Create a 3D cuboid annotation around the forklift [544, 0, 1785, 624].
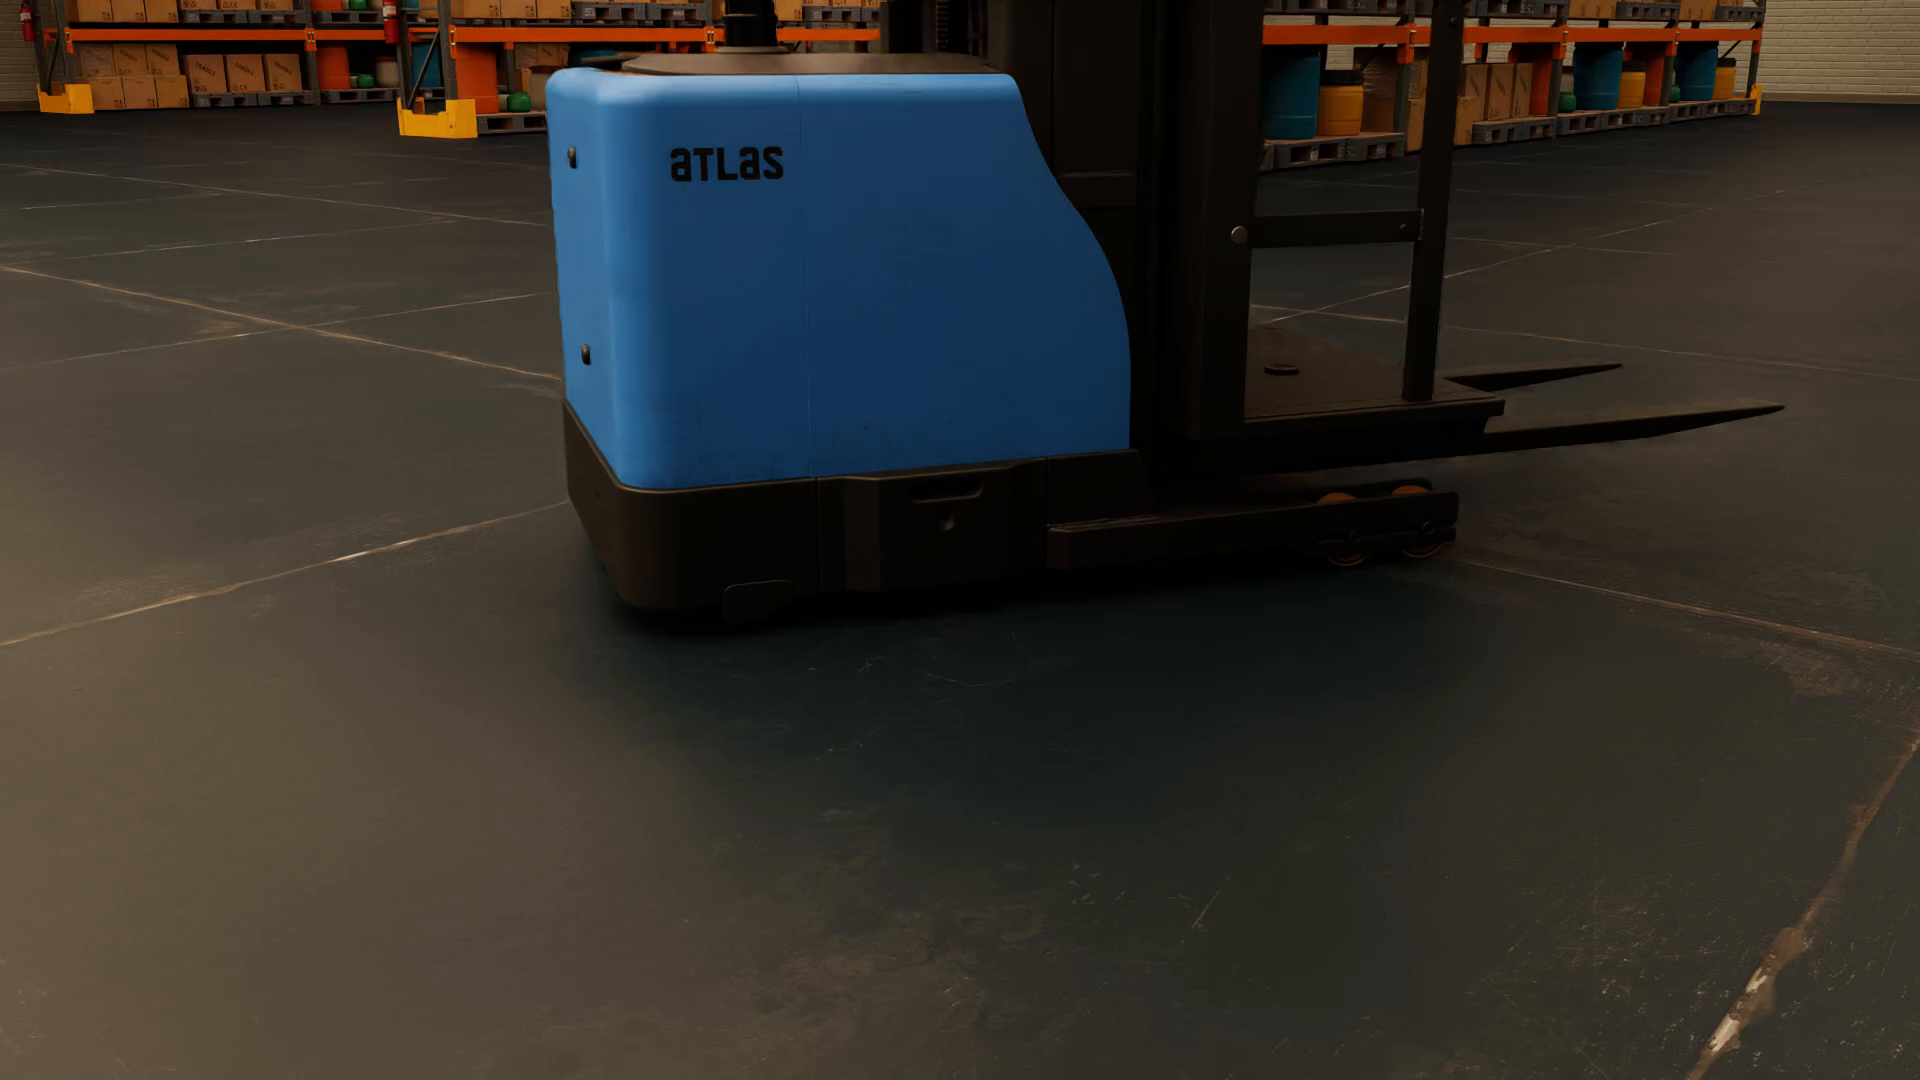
[{"bbox_3d":[0.609,-1.479,3.769,3.031,2.935,1.130,-6,18,-19],"label":"forklift"}]
